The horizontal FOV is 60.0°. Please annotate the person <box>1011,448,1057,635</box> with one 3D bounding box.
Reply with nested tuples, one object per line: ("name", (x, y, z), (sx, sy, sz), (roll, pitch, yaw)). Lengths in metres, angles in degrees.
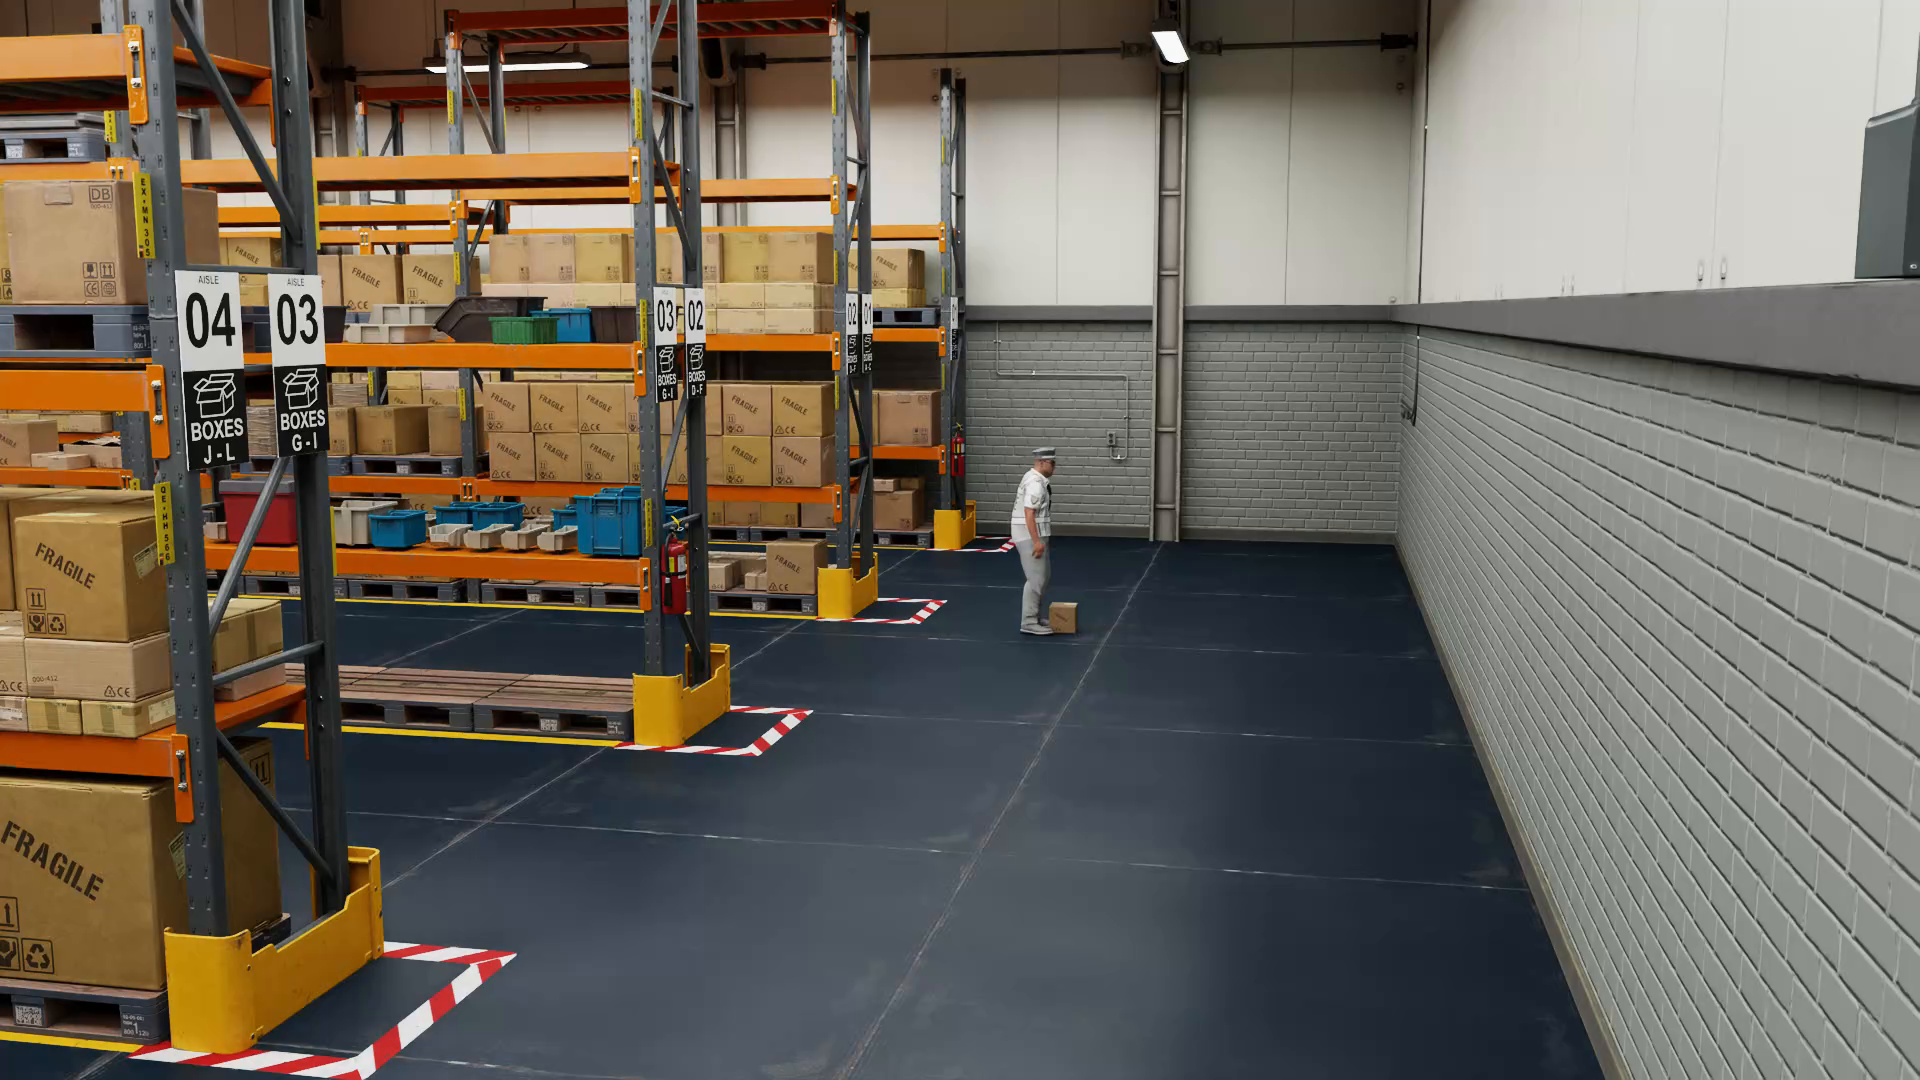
("person", (0.710, -0.007, 15.836), (0.436, 1.747, 0.605), (1, 8, 8))
